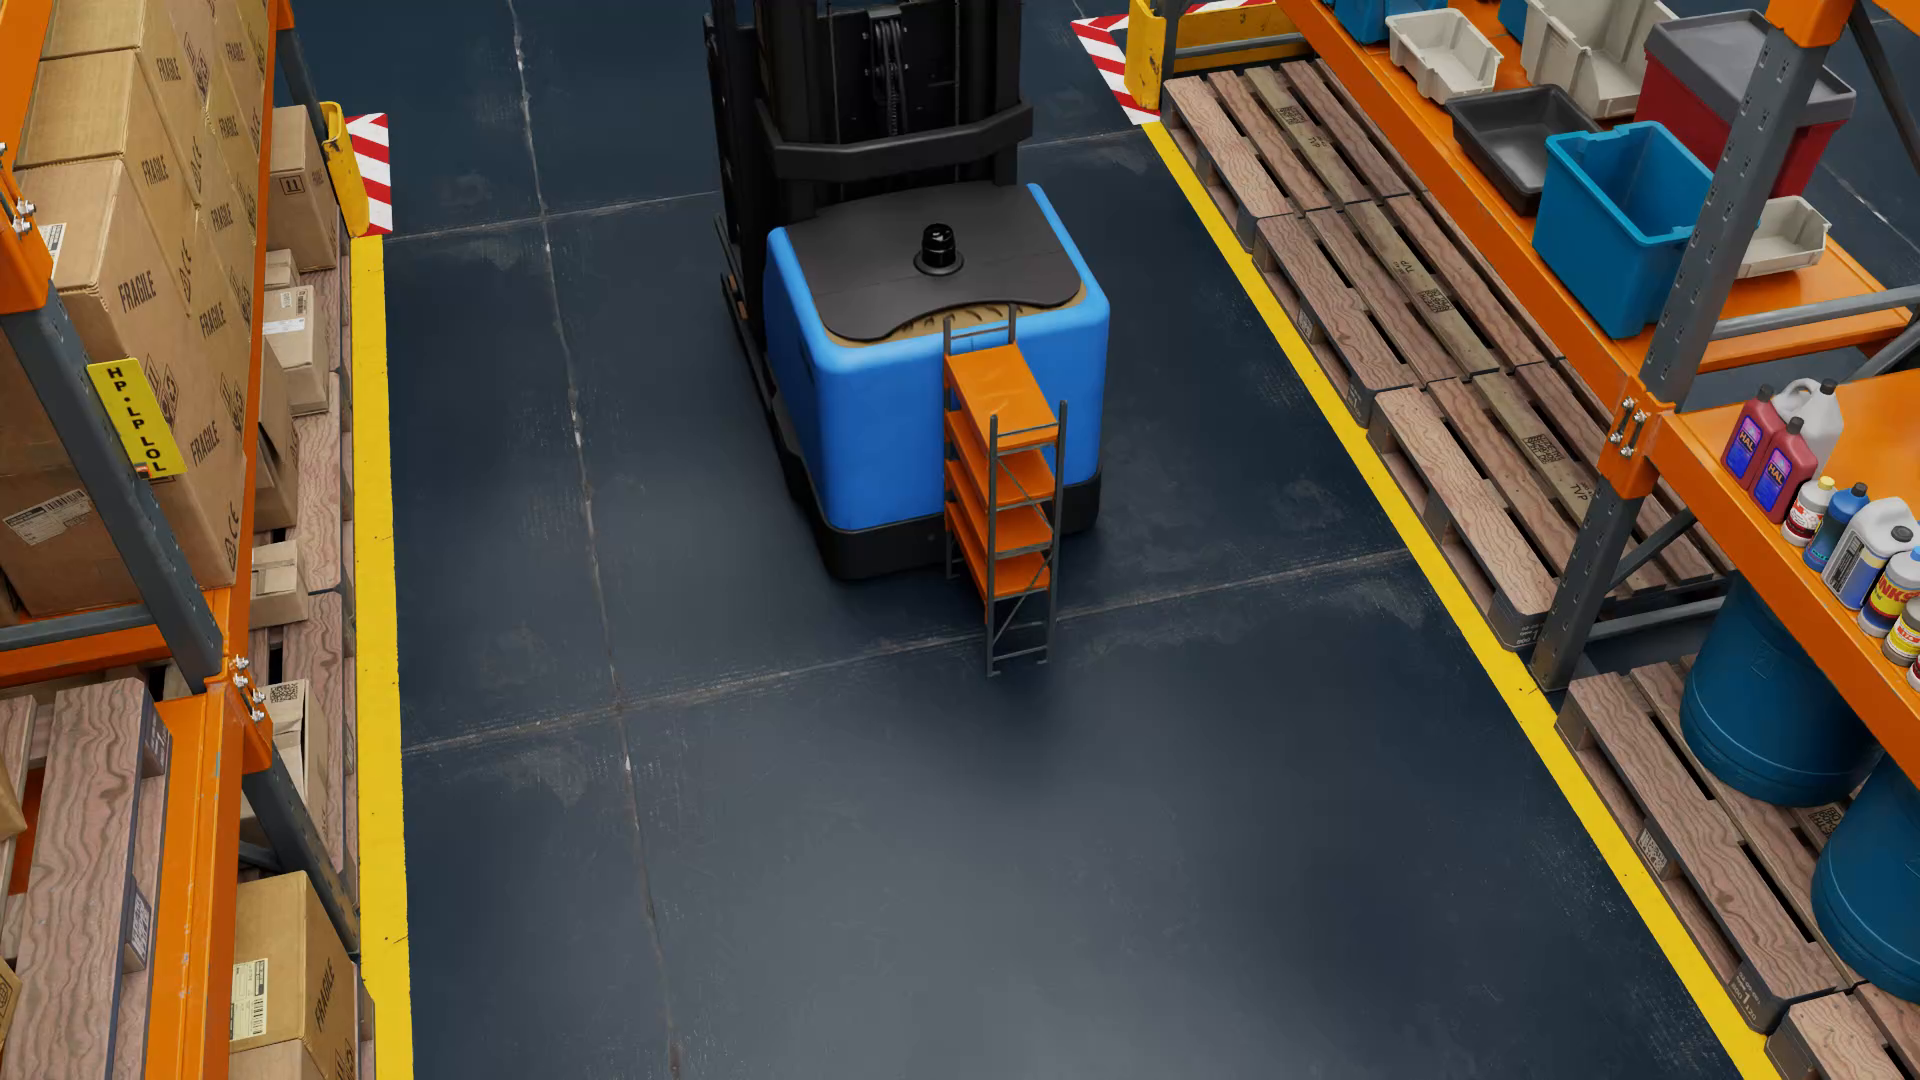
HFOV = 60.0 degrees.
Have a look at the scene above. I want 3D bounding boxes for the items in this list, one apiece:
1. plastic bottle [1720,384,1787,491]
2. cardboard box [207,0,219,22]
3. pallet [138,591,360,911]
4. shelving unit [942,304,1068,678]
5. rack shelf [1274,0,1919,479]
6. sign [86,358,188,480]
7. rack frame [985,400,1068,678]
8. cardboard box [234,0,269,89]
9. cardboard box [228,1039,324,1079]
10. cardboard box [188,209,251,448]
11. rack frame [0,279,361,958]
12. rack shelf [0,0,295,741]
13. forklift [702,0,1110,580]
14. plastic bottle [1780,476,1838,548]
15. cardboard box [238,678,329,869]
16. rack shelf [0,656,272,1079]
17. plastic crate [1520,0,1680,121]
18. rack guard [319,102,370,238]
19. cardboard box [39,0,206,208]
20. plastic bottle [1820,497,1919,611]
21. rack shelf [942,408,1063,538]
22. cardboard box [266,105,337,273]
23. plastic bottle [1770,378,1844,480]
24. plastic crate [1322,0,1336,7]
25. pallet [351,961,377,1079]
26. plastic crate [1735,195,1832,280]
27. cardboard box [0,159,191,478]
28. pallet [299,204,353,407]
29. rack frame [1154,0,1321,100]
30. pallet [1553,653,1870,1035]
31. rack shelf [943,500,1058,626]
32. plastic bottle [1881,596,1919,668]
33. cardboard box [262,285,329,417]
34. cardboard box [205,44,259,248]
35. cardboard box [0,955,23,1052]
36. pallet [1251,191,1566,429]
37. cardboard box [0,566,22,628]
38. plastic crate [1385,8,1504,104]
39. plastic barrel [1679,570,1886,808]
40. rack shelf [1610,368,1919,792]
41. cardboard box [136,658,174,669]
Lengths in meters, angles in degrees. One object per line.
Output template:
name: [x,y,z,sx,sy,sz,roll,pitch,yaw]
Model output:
plastic bottle: [2.161,-0.280,4.506,0.061,0.283,0.133,-11,47,-10]
cardboard box: [-2.687,-1.933,5.274,0.500,0.500,0.500,-10,46,-9]
pallet: [-2.485,0.753,5.364,1.003,0.211,1.213,-11,47,-10]
shelving unit: [0.134,-0.137,5.545,0.258,1.200,0.503,-12,47,-12]
rack shelf: [1.968,-1.781,6.399,1.077,0.370,4.000,-11,47,-10]
sign: [-1.774,-0.258,3.592,0.100,0.325,0.005,-11,47,-10]
rack frame: [0.206,0.029,5.381,0.240,1.200,0.015,-12,47,-12]
cardboard box: [-2.820,-1.928,5.970,0.500,0.500,0.500,-10,46,-10]
cardboard box: [-1.788,1.603,4.021,0.500,0.500,0.500,-11,47,-10]
cardboard box: [-2.311,-0.538,4.607,0.500,0.500,0.500,-10,46,-10]
rack frame: [-2.310,0.251,3.904,1.000,3.000,0.127,-11,47,-10]
rack shelf: [-2.822,-0.878,5.514,1.077,0.370,4.000,-11,47,-10]
forklift: [-0.398,-1.957,6.115,1.130,2.935,3.031,-12,47,-12]
plastic bottle: [2.242,-0.083,4.370,0.097,0.201,0.097,0,46,0]
cardboard box: [-2.208,0.709,5.030,0.500,0.311,0.500,-11,47,-10]
rack shelf: [-1.798,1.884,2.807,1.077,0.370,4.000,-11,47,-10]
plastic crate: [2.267,-1.719,5.876,0.437,0.282,0.530,-11,47,-10]
rack guard: [-3.314,-1.583,7.451,1.175,0.500,0.348,-11,47,-10]
cardboard box: [-2.422,-1.222,4.577,0.500,0.500,0.500,-12,47,-11]
plastic bottle: [2.323,0.033,4.204,0.152,0.276,0.135,-11,47,-10]
rack shelf: [0.134,-0.247,5.433,0.258,0.148,0.480,-12,47,-12]
cardboard box: [-2.956,-1.459,7.022,0.500,0.500,0.500,-11,47,-10]
plastic bottle: [2.267,-0.304,4.483,0.144,0.351,0.185,-11,47,-10]
plastic crate: [1.538,-2.236,6.417,0.416,0.233,0.300,-11,47,-10]
pallet: [-2.065,1.782,4.356,1.003,0.211,1.213,-11,47,-10]
plastic crate: [2.499,-0.928,5.202,0.396,0.136,0.243,-11,47,-10]
cardboard box: [-2.158,-0.511,3.880,0.500,0.500,0.500,-10,46,-9]
pallet: [-3.109,-0.932,7.015,1.003,0.211,1.213,-11,47,-10]
rack frame: [1.456,-3.414,7.495,1.000,3.000,0.127,-11,47,-10]
pallet: [2.637,0.864,5.255,1.003,0.211,1.213,-11,47,-10]
rack shelf: [0.134,0.049,5.735,0.258,0.148,0.480,-12,47,-12]
plastic bottle: [2.352,0.212,4.081,0.097,0.201,0.097,0,46,0]
cardboard box: [-2.742,-0.710,6.463,0.500,0.250,0.500,-11,47,-10]
cardboard box: [-2.568,-1.235,5.290,0.500,0.500,0.500,-11,47,-11]
cardboard box: [-2.167,0.900,2.903,0.700,0.500,0.500,-4,46,-4]
pallet: [1.938,-1.020,7.102,1.003,0.211,1.213,-11,47,-10]
cardboard box: [-2.686,-0.082,4.160,0.500,0.500,0.500,-10,46,-10]
plastic crate: [1.743,-1.728,5.986,0.293,0.136,0.466,-11,47,-10]
plastic barrel: [2.602,0.314,5.017,0.600,0.901,0.708,-11,47,-10]
rack shelf: [2.992,0.981,3.692,1.077,0.370,4.000,-11,47,-10]
cardboard box: [-2.922,0.179,5.549,0.500,0.311,0.500,-11,47,-10]
